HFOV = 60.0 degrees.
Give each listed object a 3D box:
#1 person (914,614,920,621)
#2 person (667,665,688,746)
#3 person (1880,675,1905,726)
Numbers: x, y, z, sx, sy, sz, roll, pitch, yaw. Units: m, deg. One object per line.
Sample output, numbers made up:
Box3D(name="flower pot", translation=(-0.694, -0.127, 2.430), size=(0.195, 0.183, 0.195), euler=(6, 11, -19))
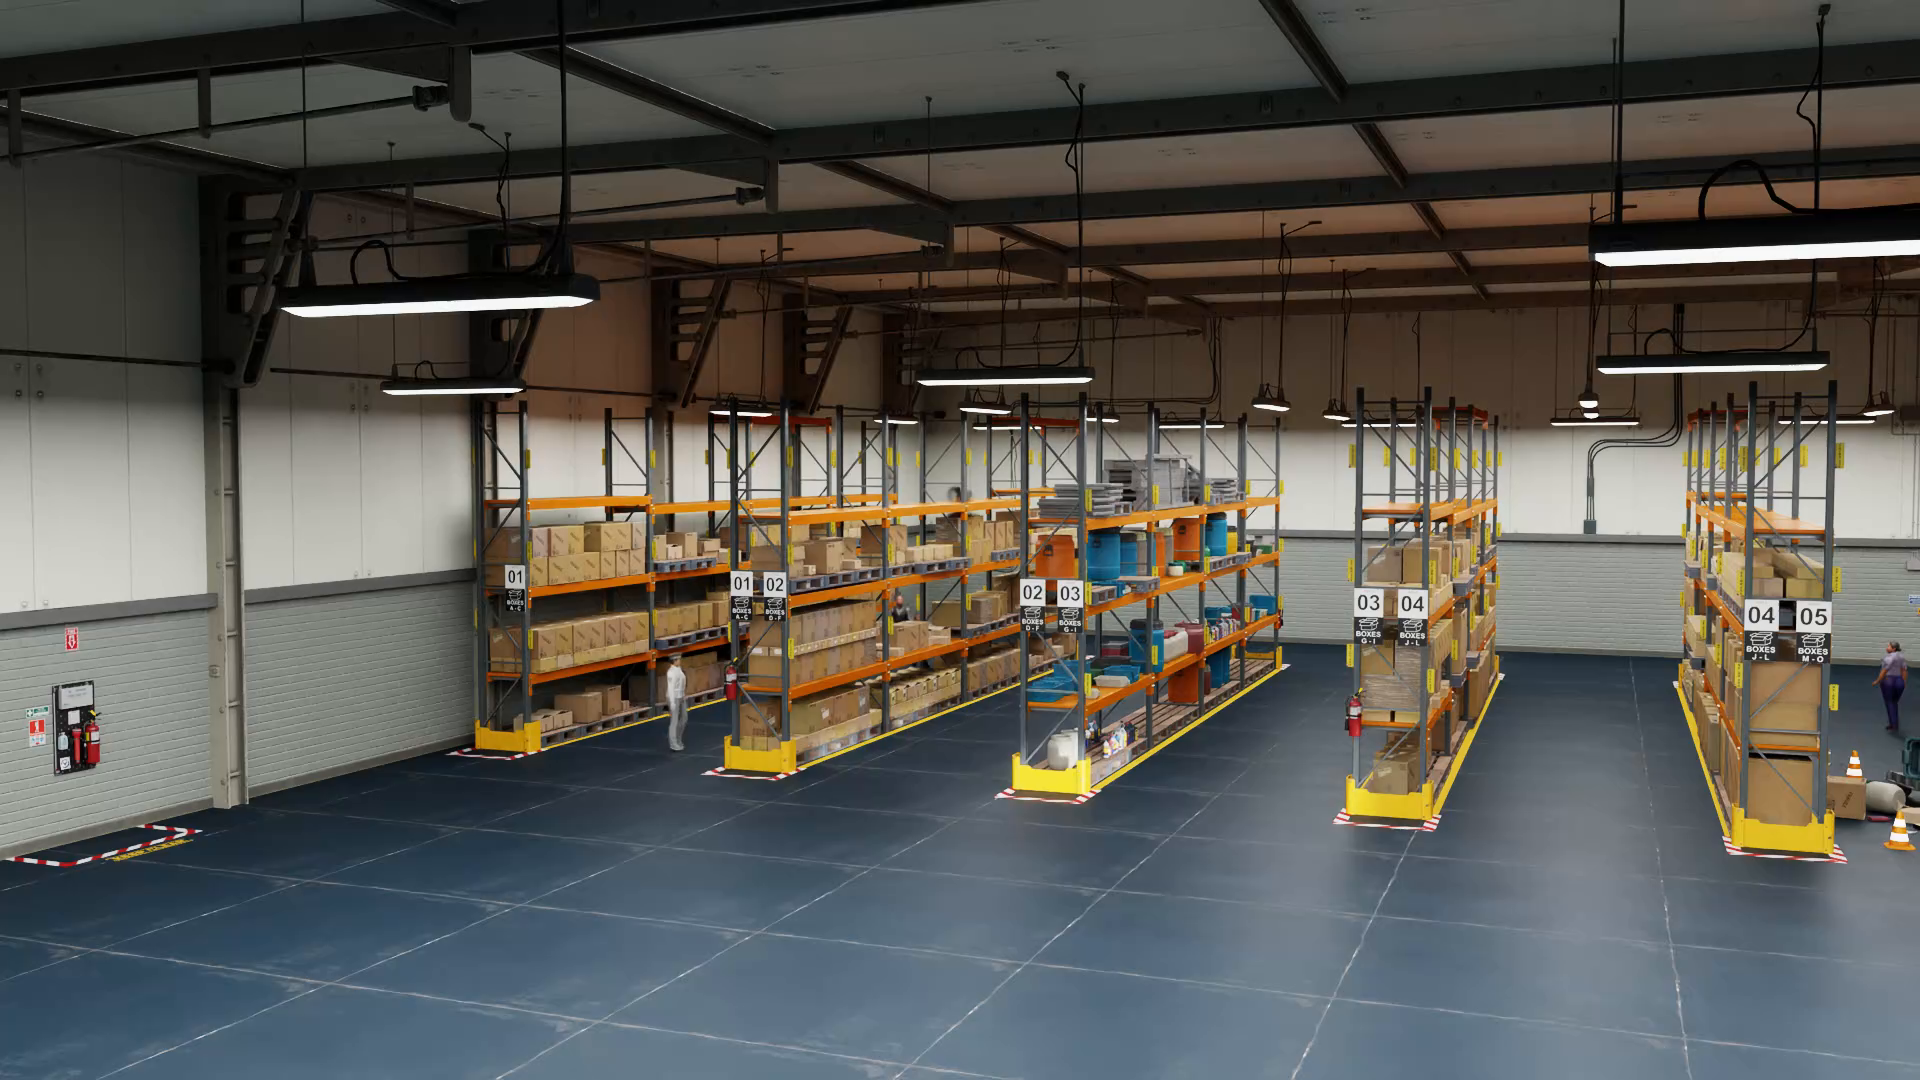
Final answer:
Box3D(name="person", translation=(-0.911, 2.133, 37.258), size=(0.482, 0.923, 0.373), euler=(1, 3, 19))
Box3D(name="person", translation=(-4.912, 2.851, 28.740), size=(0.310, 1.383, 0.548), euler=(1, 3, 13))
Box3D(name="person", translation=(17.156, 2.935, 30.623), size=(0.417, 0.924, 0.618), euler=(0, 3, 5))
